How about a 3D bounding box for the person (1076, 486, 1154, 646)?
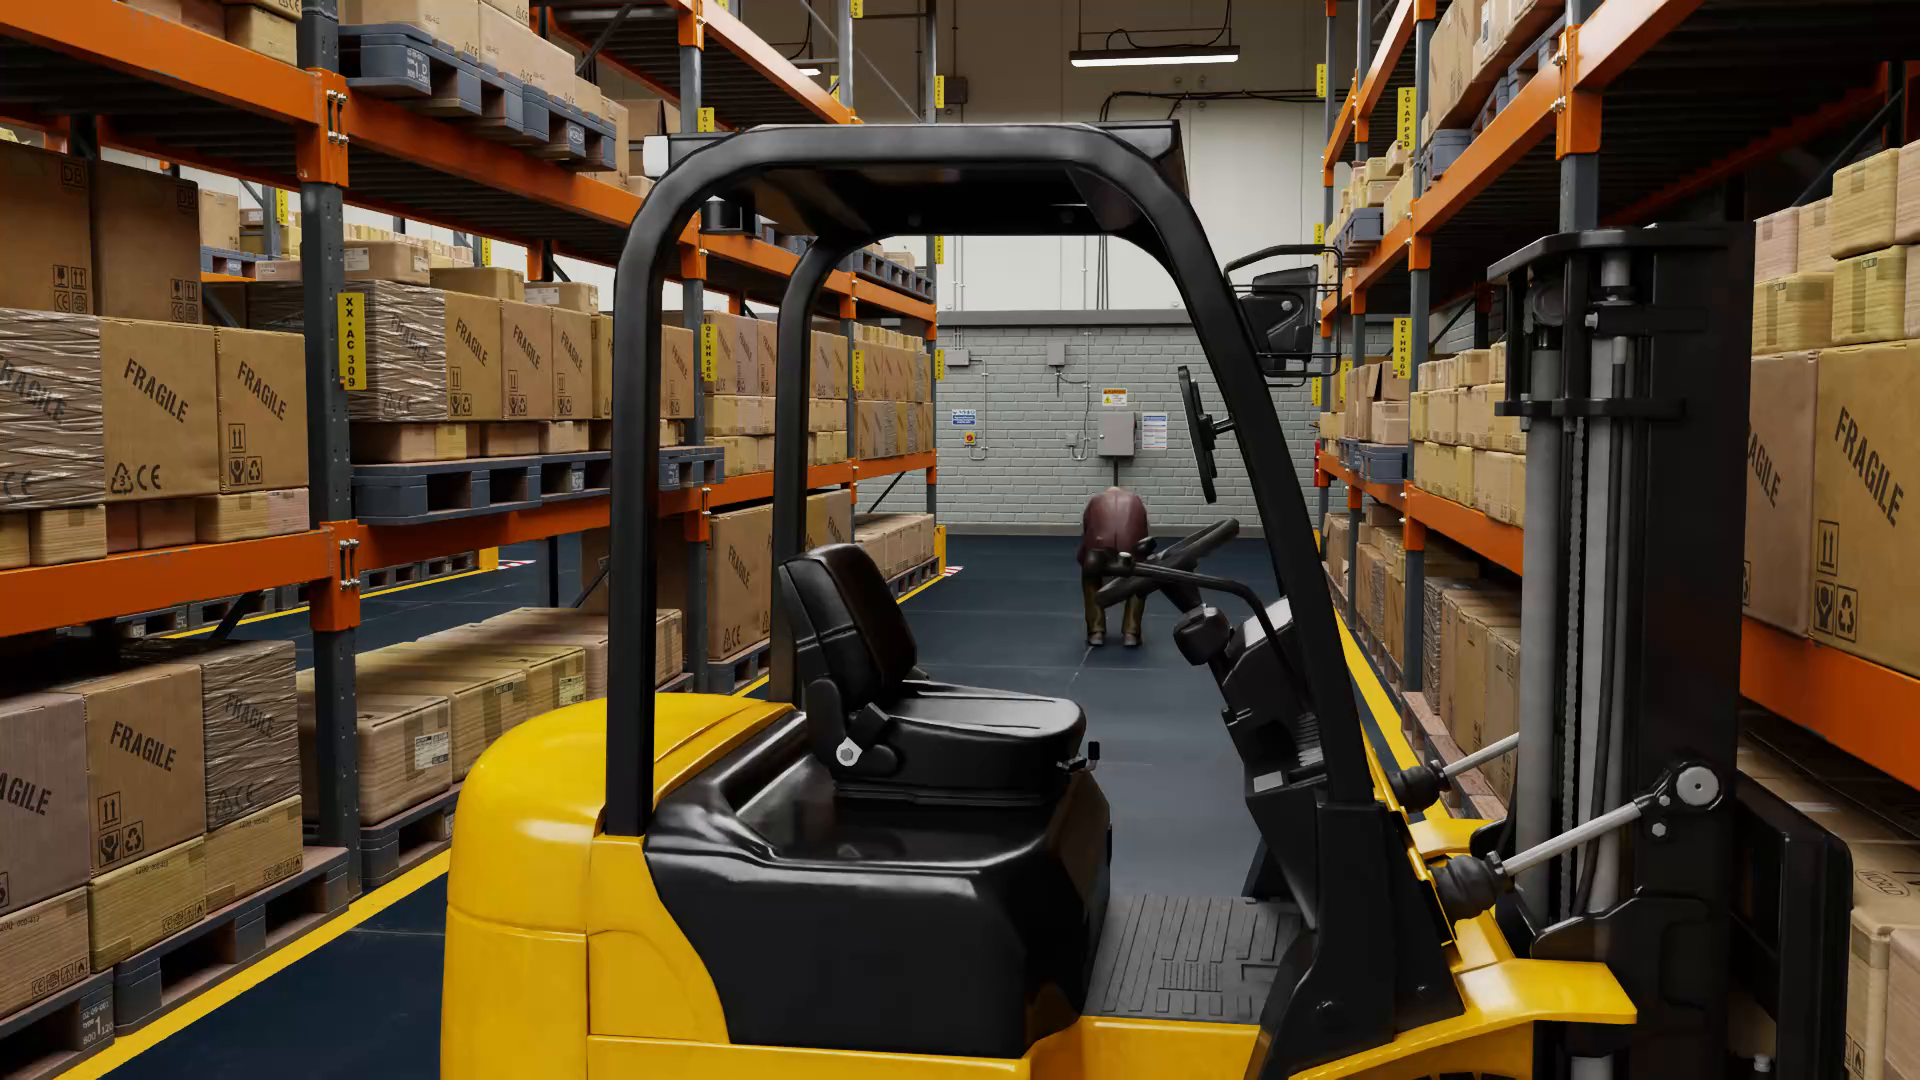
[{"bbox_3d":[1.160,0.194,12.374,0.585,1.117,0.937,0,4,6],"label":"person"}]
